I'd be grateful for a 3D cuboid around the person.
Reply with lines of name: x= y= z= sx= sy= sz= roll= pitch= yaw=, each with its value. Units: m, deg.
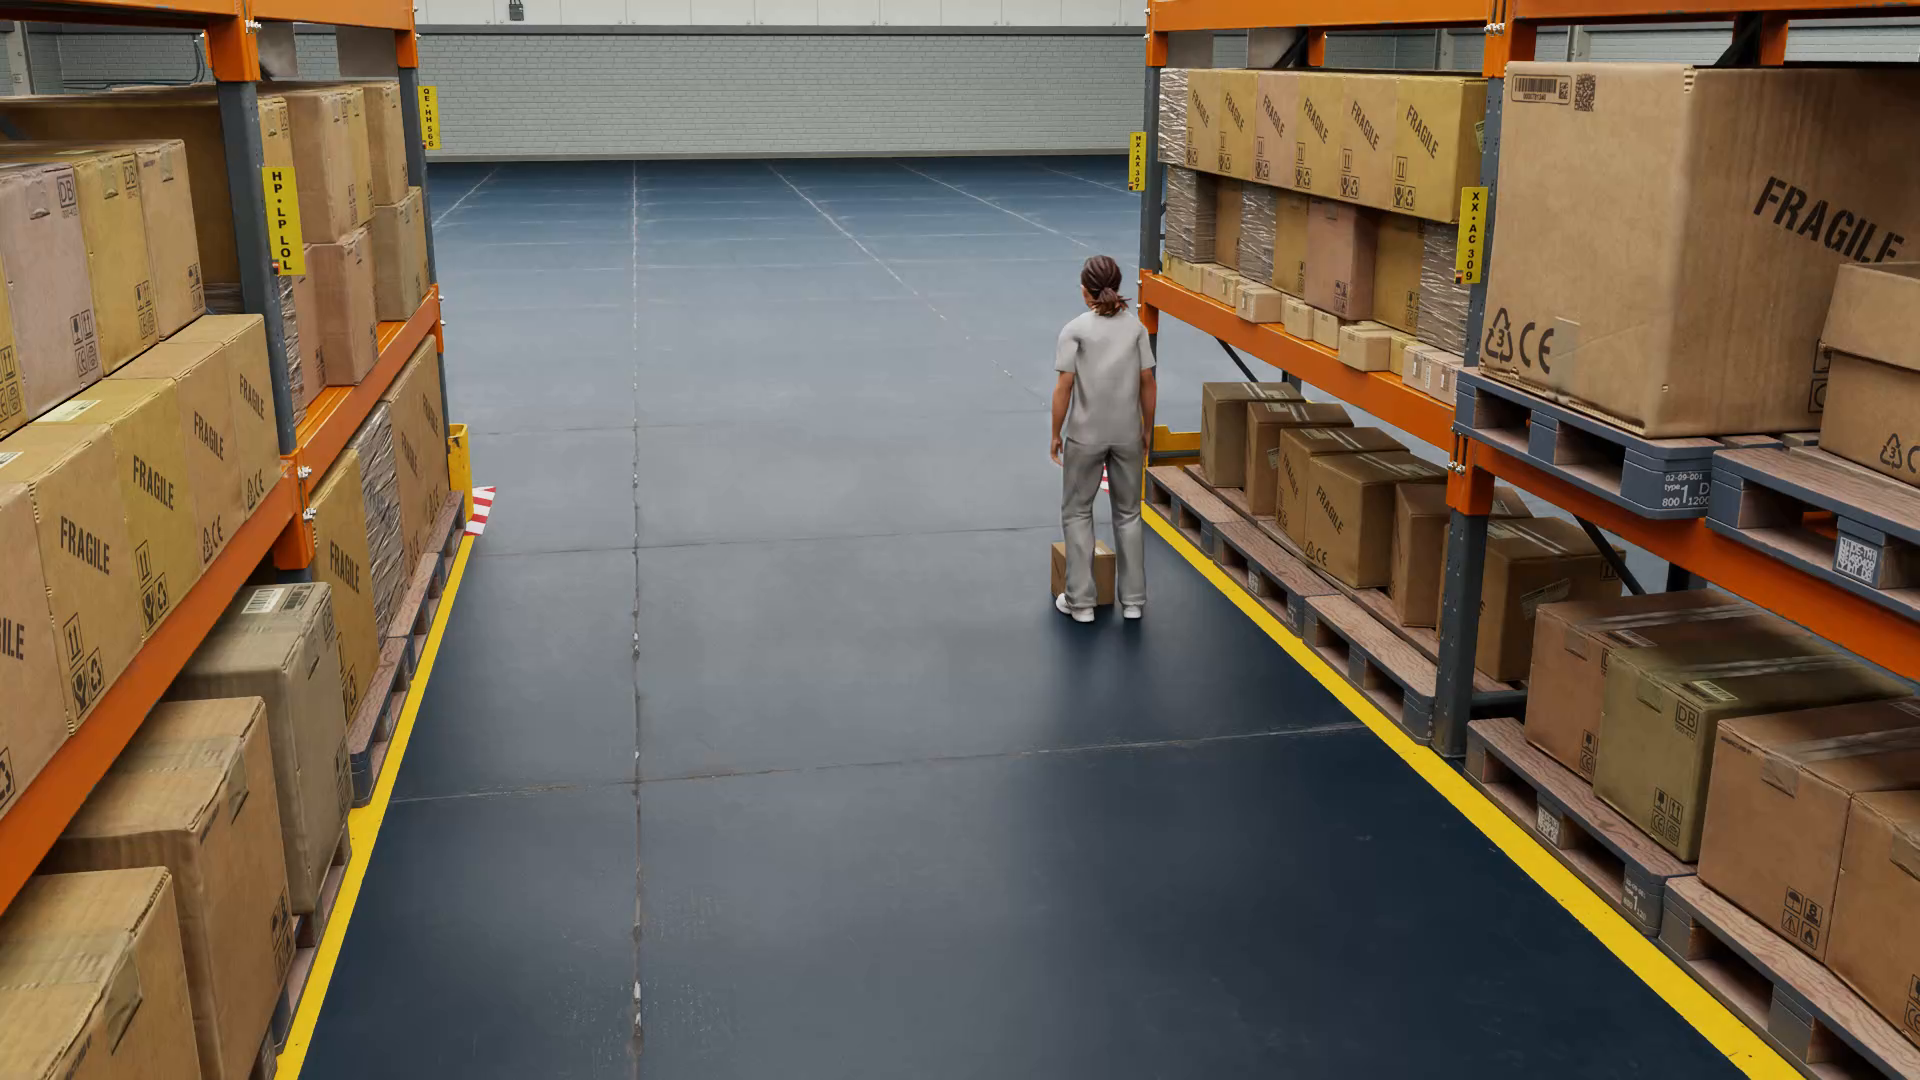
person: x=0.650 y=-0.455 z=7.580 sx=0.487 sy=1.673 sz=0.357 roll=-3 pitch=17 yaw=-10
